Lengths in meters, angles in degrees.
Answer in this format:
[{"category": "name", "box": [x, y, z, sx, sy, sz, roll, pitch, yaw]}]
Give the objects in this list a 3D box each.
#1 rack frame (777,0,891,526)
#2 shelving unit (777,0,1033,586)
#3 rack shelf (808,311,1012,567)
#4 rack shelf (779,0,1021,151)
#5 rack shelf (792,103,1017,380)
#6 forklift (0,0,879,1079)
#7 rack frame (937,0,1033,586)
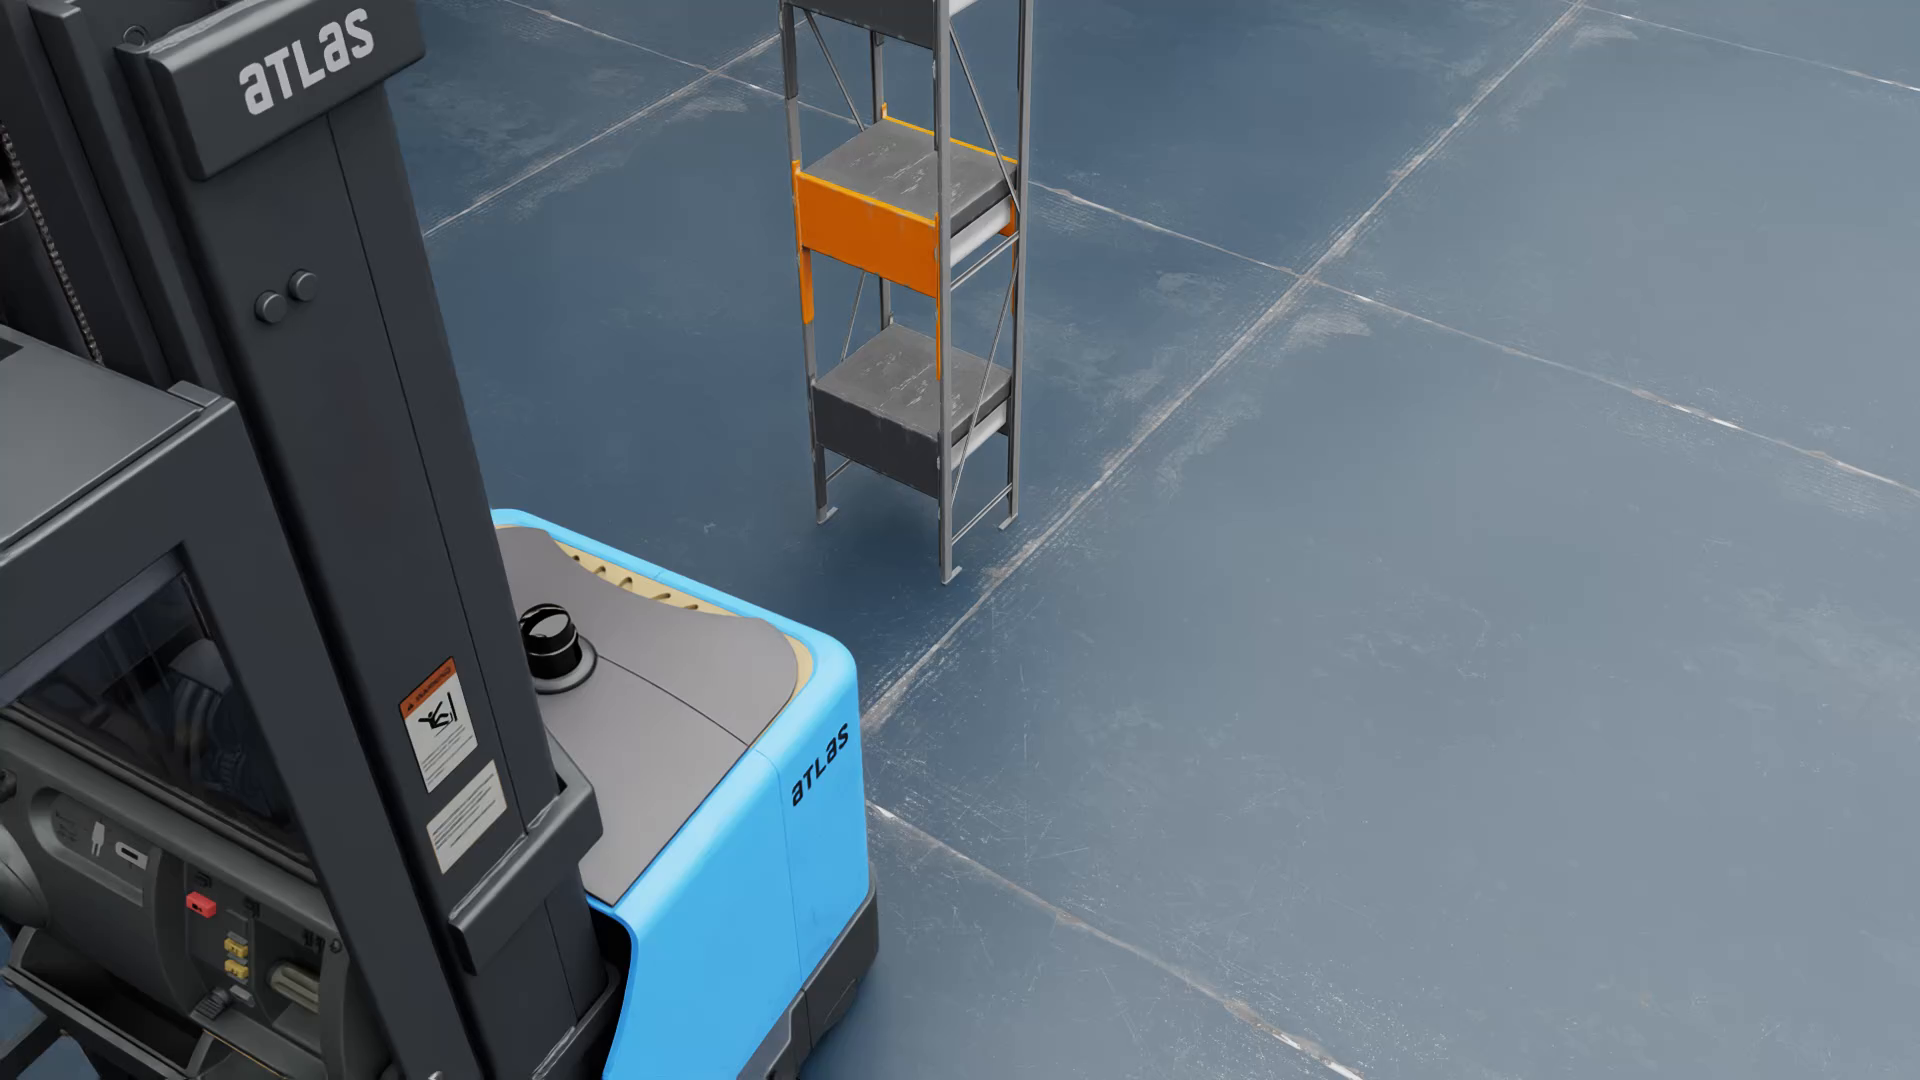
[{"category": "rack frame", "box": [-0.335, -0.939, 4.725, 0.015, 2.100, 0.400, 25, 48, 25]}, {"category": "shelving unit", "box": [-0.136, -0.846, 4.621, 0.503, 2.100, 0.431, 25, 48, 25]}, {"category": "rack shelf", "box": [-0.136, -0.314, 5.097, 0.480, 0.518, 0.431, 25, 48, 25]}, {"category": "rack shelf", "box": [-0.136, -1.357, 4.163, 0.480, 0.518, 0.431, 25, 48, 25]}, {"category": "rack shelf", "box": [-0.136, -0.836, 4.630, 0.480, 0.518, 0.431, 25, 48, 25]}, {"category": "forklift", "box": [-1.351, 0.629, 2.349, 1.130, 2.935, 3.031, 20, 46, 21]}, {"category": "rack frame", "box": [0.064, -0.752, 4.516, 0.015, 2.100, 0.400, 25, 48, 25]}]
